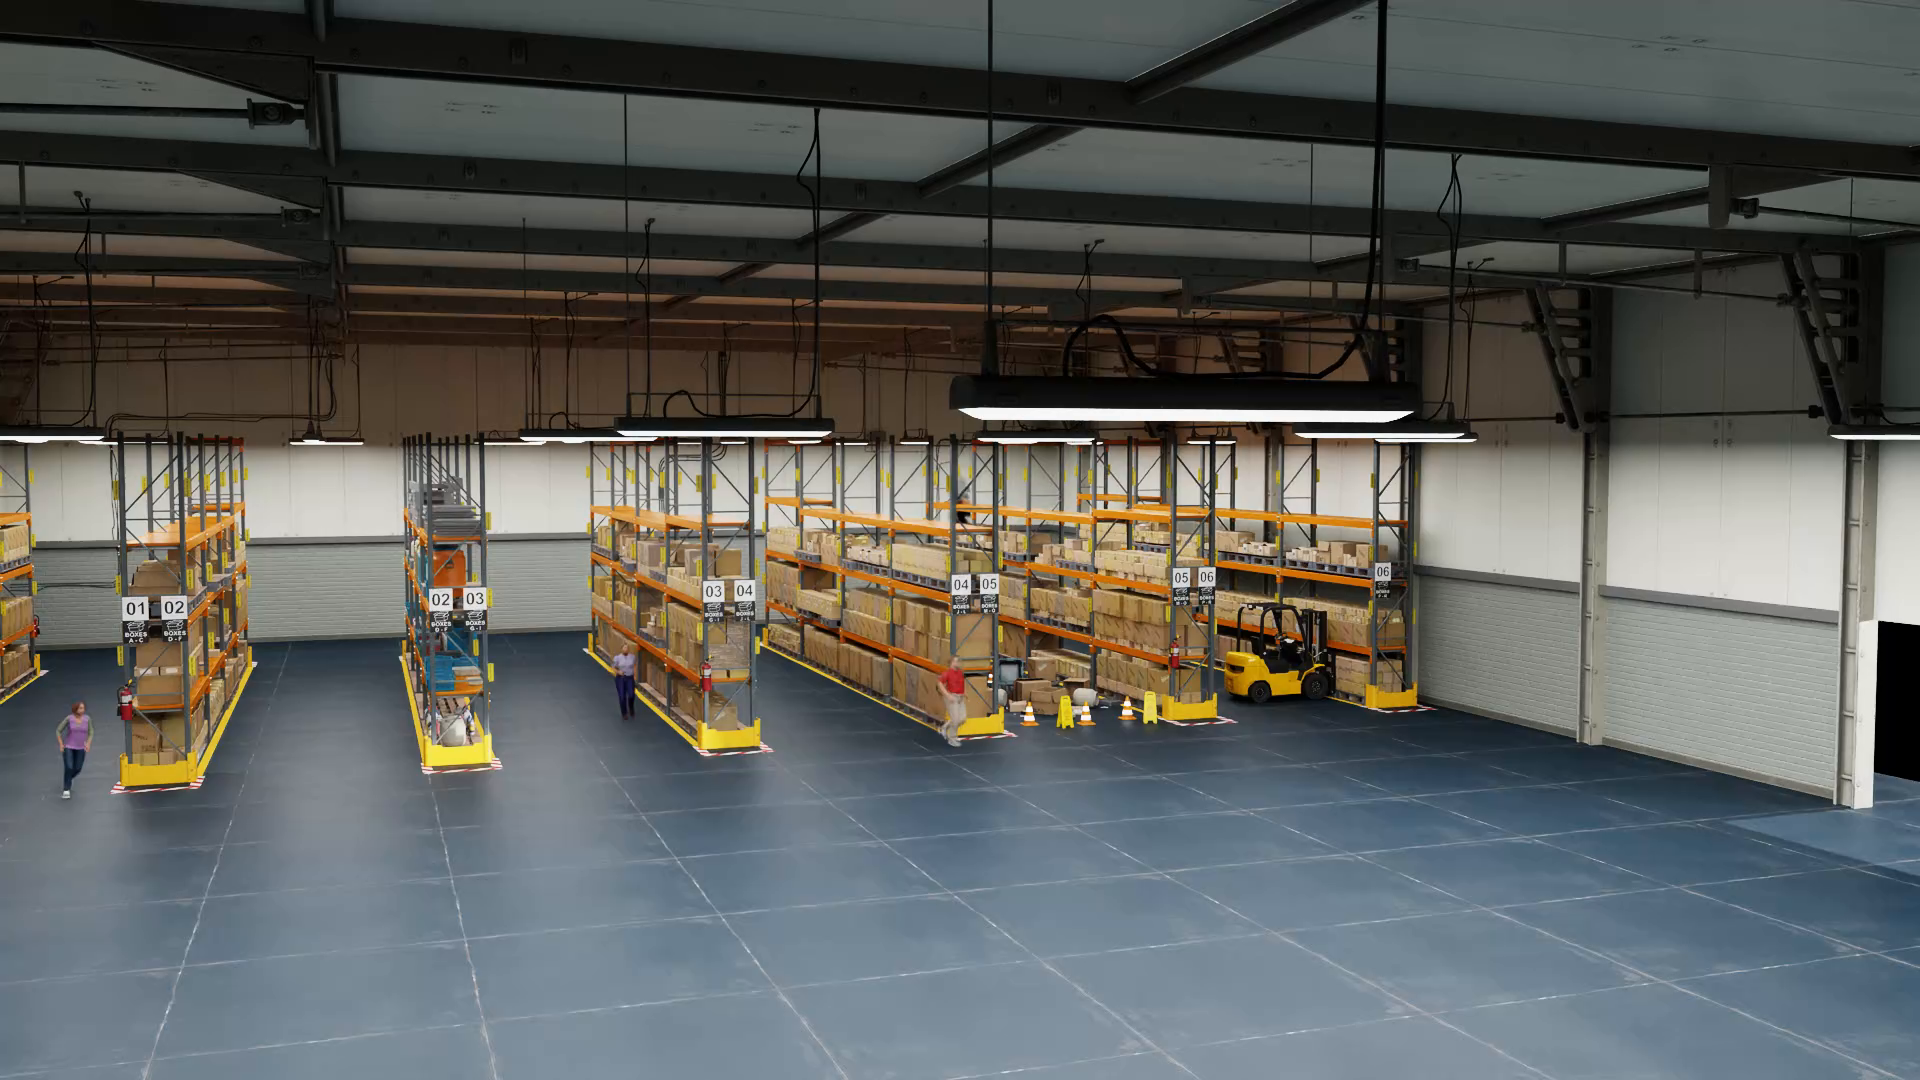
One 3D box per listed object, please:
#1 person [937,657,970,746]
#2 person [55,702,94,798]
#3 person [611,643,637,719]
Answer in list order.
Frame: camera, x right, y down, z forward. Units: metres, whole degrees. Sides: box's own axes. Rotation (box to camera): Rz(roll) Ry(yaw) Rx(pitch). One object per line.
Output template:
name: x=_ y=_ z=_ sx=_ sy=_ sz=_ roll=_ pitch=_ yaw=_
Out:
person: x=-0.117 y=3.112 z=32.159 sx=0.555 sy=1.699 sz=0.704 roll=3 pitch=4 yaw=40
person: x=-14.638 y=3.438 z=27.487 sx=0.574 sy=1.553 sz=0.557 roll=-3 pitch=4 yaw=-39
person: x=-7.037 y=2.977 z=34.997 sx=0.586 sy=1.612 sz=0.550 roll=-1 pitch=3 yaw=-22
